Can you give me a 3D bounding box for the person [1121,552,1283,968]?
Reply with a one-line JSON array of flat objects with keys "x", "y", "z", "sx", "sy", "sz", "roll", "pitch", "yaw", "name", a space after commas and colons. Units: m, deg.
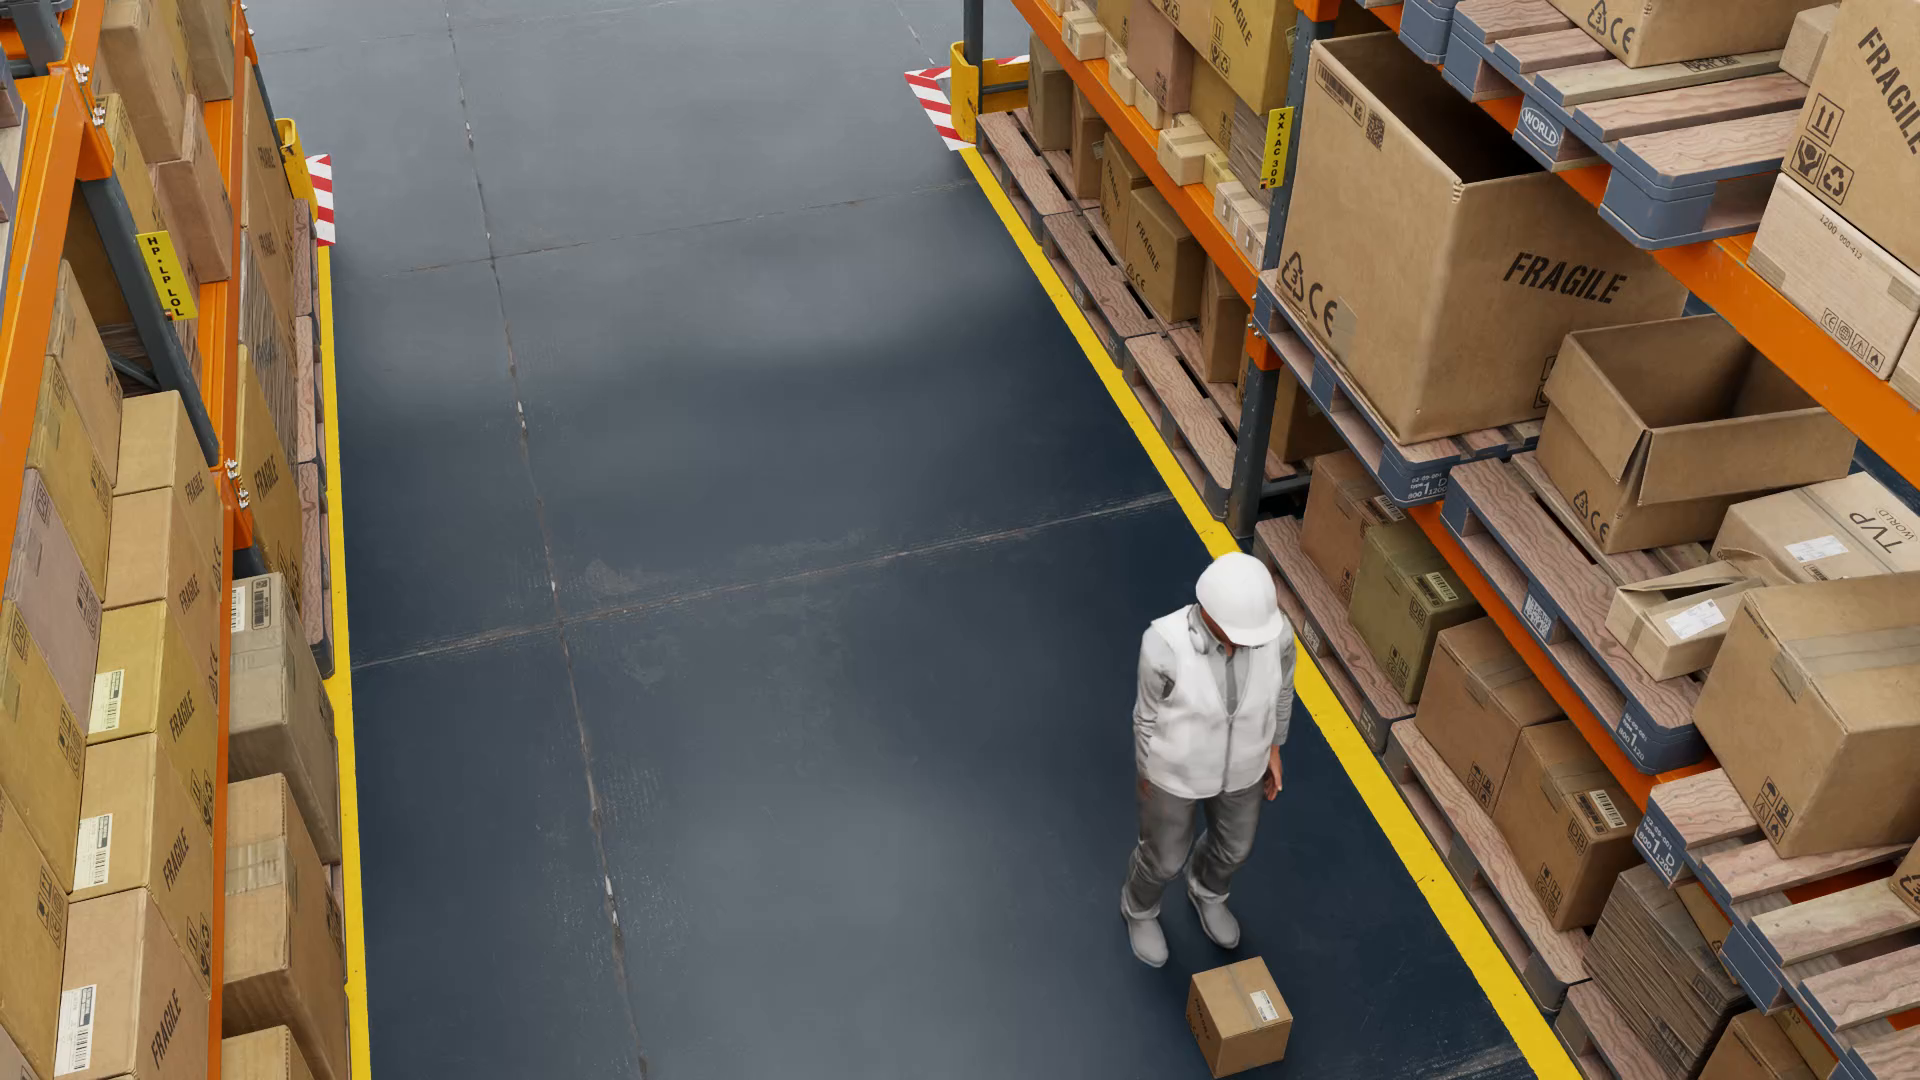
[{"x": 3.897, "y": -1.604, "z": 4.912, "sx": 7.067, "sy": 5.817, "sz": 11.428, "roll": -11, "pitch": 43, "yaw": -12, "name": "person"}]
